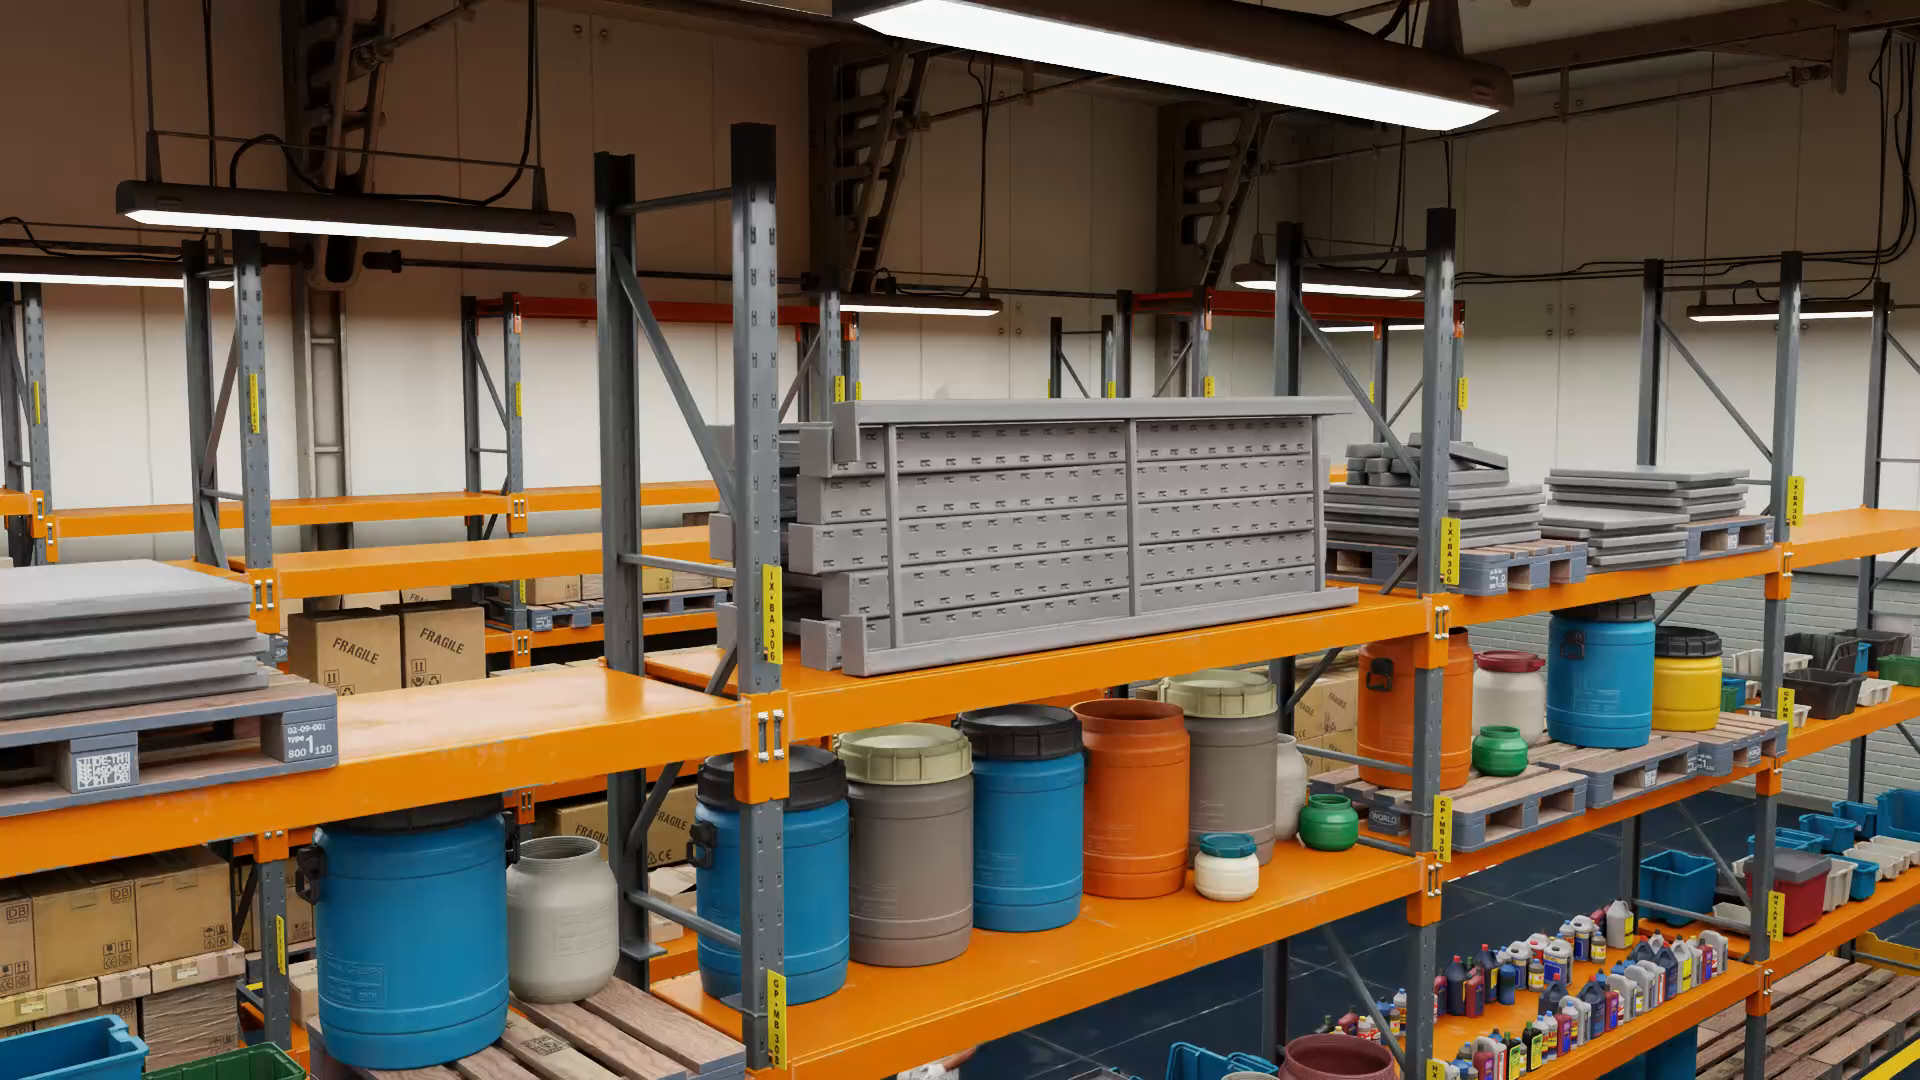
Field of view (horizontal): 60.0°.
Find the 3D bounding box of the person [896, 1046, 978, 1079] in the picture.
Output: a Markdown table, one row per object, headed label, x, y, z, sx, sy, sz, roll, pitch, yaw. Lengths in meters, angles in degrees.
| label | x | y | z | sx | sy | sz | roll | pitch | yaw |
| --- | --- | --- | --- | --- | --- | --- | --- | --- | --- |
| person | -0.192 | 3.331 | 10.304 | 0.665 | 1.741 | 0.606 | 4 | 7 | 39 |
